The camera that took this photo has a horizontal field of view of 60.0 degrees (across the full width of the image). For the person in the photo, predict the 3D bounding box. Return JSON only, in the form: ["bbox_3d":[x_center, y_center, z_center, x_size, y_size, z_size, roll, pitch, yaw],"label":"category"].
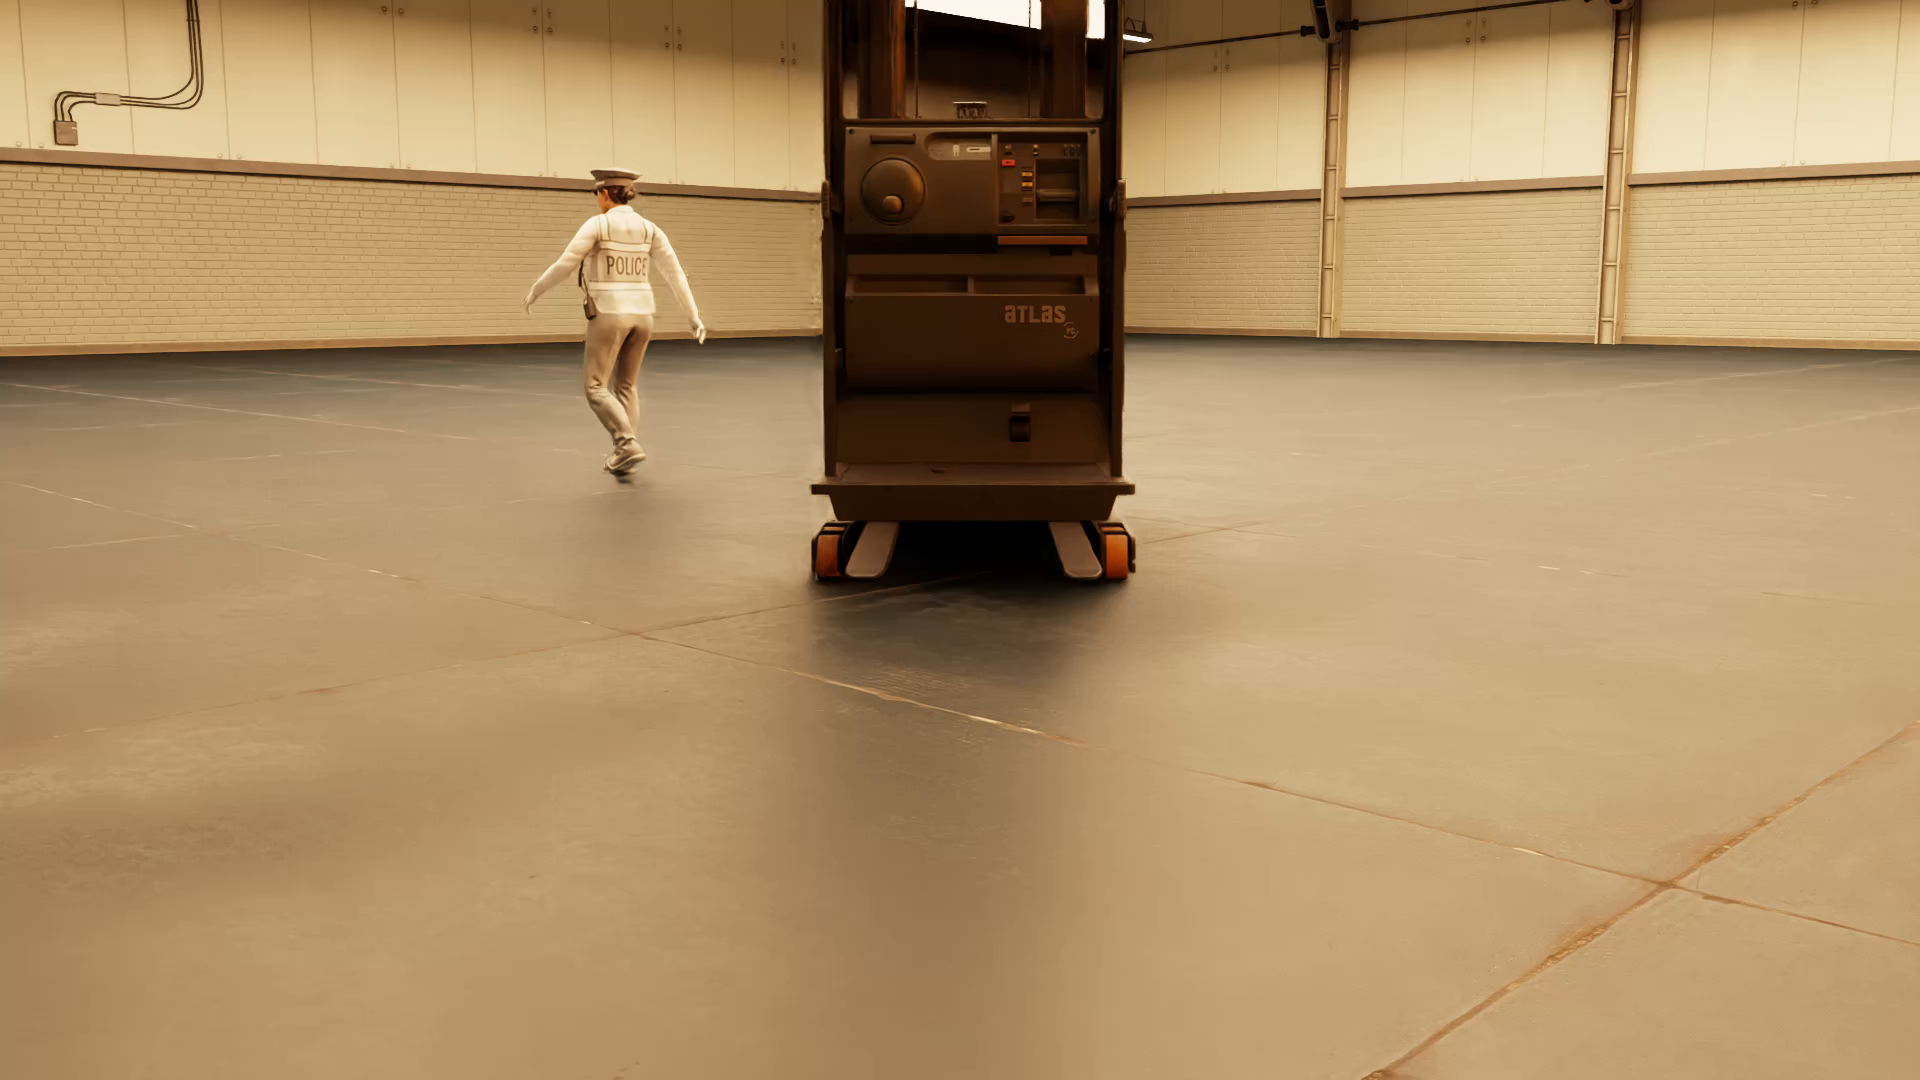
[{"bbox_3d":[-1.810,-1.155,8.900,0.823,1.651,0.686,-8,12,-42],"label":"person"}]

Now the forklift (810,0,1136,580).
[{"bbox_3d":[0.045,-1.353,5.856,1.130,2.935,3.031,0,9,0],"label":"forklift"}]
